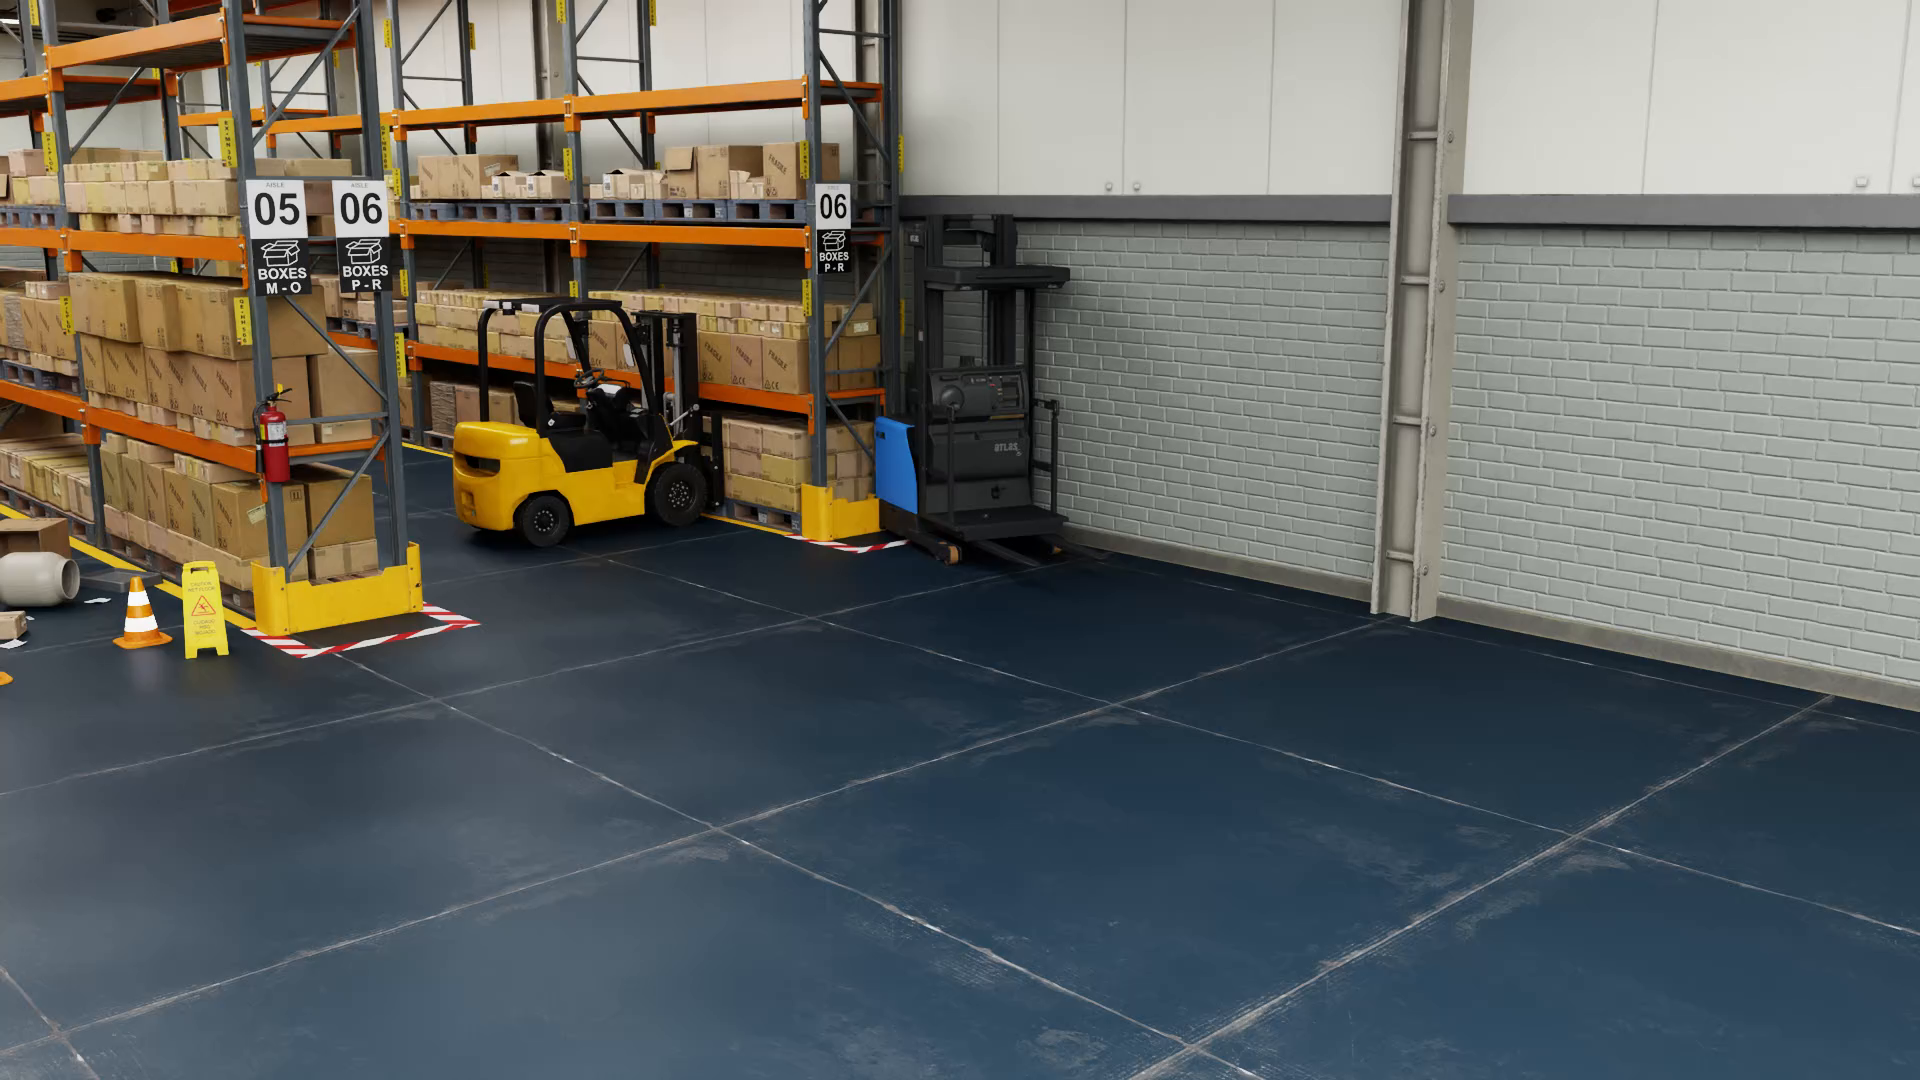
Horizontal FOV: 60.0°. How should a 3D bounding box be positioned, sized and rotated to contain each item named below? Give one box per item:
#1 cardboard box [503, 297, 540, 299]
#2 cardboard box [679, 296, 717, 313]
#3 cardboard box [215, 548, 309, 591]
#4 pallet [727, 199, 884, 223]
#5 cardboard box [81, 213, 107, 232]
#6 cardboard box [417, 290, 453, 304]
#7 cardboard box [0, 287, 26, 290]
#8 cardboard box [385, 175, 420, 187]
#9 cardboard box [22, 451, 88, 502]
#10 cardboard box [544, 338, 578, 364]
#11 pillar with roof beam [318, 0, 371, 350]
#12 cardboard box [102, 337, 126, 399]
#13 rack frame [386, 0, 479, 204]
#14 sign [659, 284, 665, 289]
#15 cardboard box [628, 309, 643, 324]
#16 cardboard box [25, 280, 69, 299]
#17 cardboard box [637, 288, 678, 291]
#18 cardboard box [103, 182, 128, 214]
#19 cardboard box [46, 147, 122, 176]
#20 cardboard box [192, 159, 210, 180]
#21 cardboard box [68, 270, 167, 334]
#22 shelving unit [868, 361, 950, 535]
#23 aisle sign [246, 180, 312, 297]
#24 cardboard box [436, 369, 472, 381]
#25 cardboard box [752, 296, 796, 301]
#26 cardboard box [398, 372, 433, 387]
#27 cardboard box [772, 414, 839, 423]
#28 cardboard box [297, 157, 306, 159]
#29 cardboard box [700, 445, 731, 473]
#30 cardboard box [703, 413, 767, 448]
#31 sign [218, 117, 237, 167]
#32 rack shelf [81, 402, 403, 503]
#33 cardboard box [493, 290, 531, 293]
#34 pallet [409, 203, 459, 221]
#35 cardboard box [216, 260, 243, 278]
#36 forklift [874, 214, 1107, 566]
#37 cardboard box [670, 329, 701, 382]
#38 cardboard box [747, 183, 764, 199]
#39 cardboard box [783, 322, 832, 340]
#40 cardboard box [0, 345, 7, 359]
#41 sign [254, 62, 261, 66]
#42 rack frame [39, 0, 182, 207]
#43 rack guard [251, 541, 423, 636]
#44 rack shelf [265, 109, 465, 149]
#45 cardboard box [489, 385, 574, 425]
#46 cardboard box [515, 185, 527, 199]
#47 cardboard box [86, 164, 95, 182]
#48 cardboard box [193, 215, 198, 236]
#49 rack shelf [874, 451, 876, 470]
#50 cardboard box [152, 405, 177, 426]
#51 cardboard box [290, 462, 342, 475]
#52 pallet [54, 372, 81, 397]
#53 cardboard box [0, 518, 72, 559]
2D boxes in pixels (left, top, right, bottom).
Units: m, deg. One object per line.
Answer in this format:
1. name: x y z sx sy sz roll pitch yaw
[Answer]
1. cardboard box: -5.027 -2.713 19.128 0.380 0.149 0.250 -11 16 -42
2. cardboard box: -2.589 -2.358 16.671 0.380 0.149 0.250 -11 16 -42
3. cardboard box: -5.321 0.188 12.676 0.500 0.250 0.500 -11 16 -43
4. pallet: -1.434 -3.094 15.618 1.003 0.211 1.213 -11 16 -43
5. cardboard box: -7.138 -2.673 13.977 0.380 0.149 0.250 -11 16 -42
6. cardboard box: -6.482 -3.008 20.559 0.380 0.149 0.250 -10 15 -41
7. cardboard box: -9.933 -2.339 17.142 0.500 0.500 0.500 11 16 44
8. cardboard box: -6.941 -4.474 20.746 0.380 0.149 0.250 -10 15 -41
9. cardboard box: -8.659 -0.653 16.457 0.950 0.372 0.625 -10 15 -41
10. cardboard box: -4.264 -2.108 18.422 0.500 0.250 0.500 -10 16 -41
11. pillar with roof beam: -12.194 -5.878 21.479 9.100 9.000 0.400 -11 16 -43
12. cardboard box: -6.849 -1.474 13.986 0.500 0.500 0.500 -11 16 -43
13. rack frame: -6.489 -5.667 20.455 1.000 3.000 0.127 -11 16 -43
14. sign: -3.327 -2.685 18.508 0.100 0.325 0.005 -11 16 -43
15. cardboard box: -3.200 -2.310 17.174 0.380 0.149 0.250 -10 16 -41
16. cardboard box: -8.488 -2.342 15.551 0.250 0.149 0.380 11 16 43
17. cardboard box: -3.288 -2.653 18.099 0.380 0.149 0.250 -11 16 -42
18. cardboard box: -6.509 -2.743 13.329 0.500 0.250 0.500 -11 16 -42
19. cardboard box: -7.807 -3.366 14.810 0.500 0.250 0.500 -10 16 -41
20. cardboard box: -5.339 -2.691 12.092 0.380 0.149 0.250 -11 16 -43
21. cardboard box: -7.167 -2.042 14.267 0.700 0.500 0.500 -11 16 -43
22. shelving unit: -0.266 -0.893 15.801 1.083 1.500 0.587 11 14 37
23. aisle sign: -4.719 -2.093 11.531 0.394 0.787 0.004 -11 16 -43
24. cardboard box: -6.624 -2.147 21.785 0.380 0.149 0.250 -10 15 -40
25. cardboard box: -1.861 -2.357 16.663 0.250 0.149 0.380 11 16 44
26. cardboard box: -7.013 -2.064 21.383 0.250 0.149 0.380 11 16 42
27. cardboard box: -1.507 -1.079 16.347 0.500 0.250 0.500 -11 16 -42
28. cardboard box: -9.296 -5.169 23.042 0.396 0.266 0.258 -11 16 -43
29. cardboard box: -2.237 -0.839 16.425 0.500 0.250 0.500 -11 16 -44
30. cardboard box: -2.221 -1.079 16.351 0.500 0.250 0.500 -11 16 -42
31. sign: -4.967 -2.697 11.280 0.100 0.325 0.005 -11 16 -43
32. rack shelf: -5.933 -0.808 13.522 1.077 0.370 4.000 -11 16 -43
33. cardboard box: -5.502 -2.981 20.430 0.380 0.149 0.250 -11 16 -44
34. pallet: -5.956 -4.019 20.356 1.213 0.211 1.003 -10 15 -40
35. cardboard box: -10.859 -4.013 25.070 0.500 0.500 0.500 -10 16 -41
36. forklift: 0.260 -1.320 14.394 1.130 2.935 3.031 -5 13 -24
37. cardboard box: -2.555 -1.869 16.639 0.500 0.500 0.500 -11 16 -42
38. cardboard box: -1.756 -3.240 15.445 0.250 0.149 0.380 11 16 44
39. cardboard box: -1.407 -1.939 15.373 0.380 0.149 0.250 -11 16 -42
40. cardboard box: -9.485 -1.910 16.670 0.380 0.149 0.250 -11 16 -42
41. sign: -9.657 -6.674 22.832 0.100 0.325 0.005 -11 16 -43
42. rack frame: -7.314 -4.391 14.261 1.000 3.000 0.127 -11 16 -43
43. rack guard: -4.604 0.344 12.339 1.175 0.500 0.348 -11 16 -43
44. rack shelf: -7.870 -5.410 21.984 1.077 0.370 4.000 -11 16 -43
45. cardboard box: -5.146 -1.486 19.872 0.625 0.625 0.875 11 16 43
46. cardboard box: -4.706 -3.864 18.470 0.380 0.149 0.250 -11 16 -43
47. cardboard box: -6.956 -3.024 13.707 0.250 0.149 0.380 11 16 43
48. cardboard box: -5.482 -2.349 12.409 0.380 0.149 0.250 -11 16 -42
49. rack shelf: -0.268 -0.715 15.830 1.000 0.185 0.538 11 14 37
50. cardboard box: -6.258 -1.018 13.380 0.380 0.149 0.250 -11 16 -43
51. cardboard box: -5.290 -0.330 13.335 0.500 0.500 0.500 11 16 43
52. pallet: -7.737 -1.490 15.526 1.003 0.211 1.213 -11 16 -43
53. cardboard box: -7.558 0.117 13.439 0.500 0.500 0.500 -1 12 -4
